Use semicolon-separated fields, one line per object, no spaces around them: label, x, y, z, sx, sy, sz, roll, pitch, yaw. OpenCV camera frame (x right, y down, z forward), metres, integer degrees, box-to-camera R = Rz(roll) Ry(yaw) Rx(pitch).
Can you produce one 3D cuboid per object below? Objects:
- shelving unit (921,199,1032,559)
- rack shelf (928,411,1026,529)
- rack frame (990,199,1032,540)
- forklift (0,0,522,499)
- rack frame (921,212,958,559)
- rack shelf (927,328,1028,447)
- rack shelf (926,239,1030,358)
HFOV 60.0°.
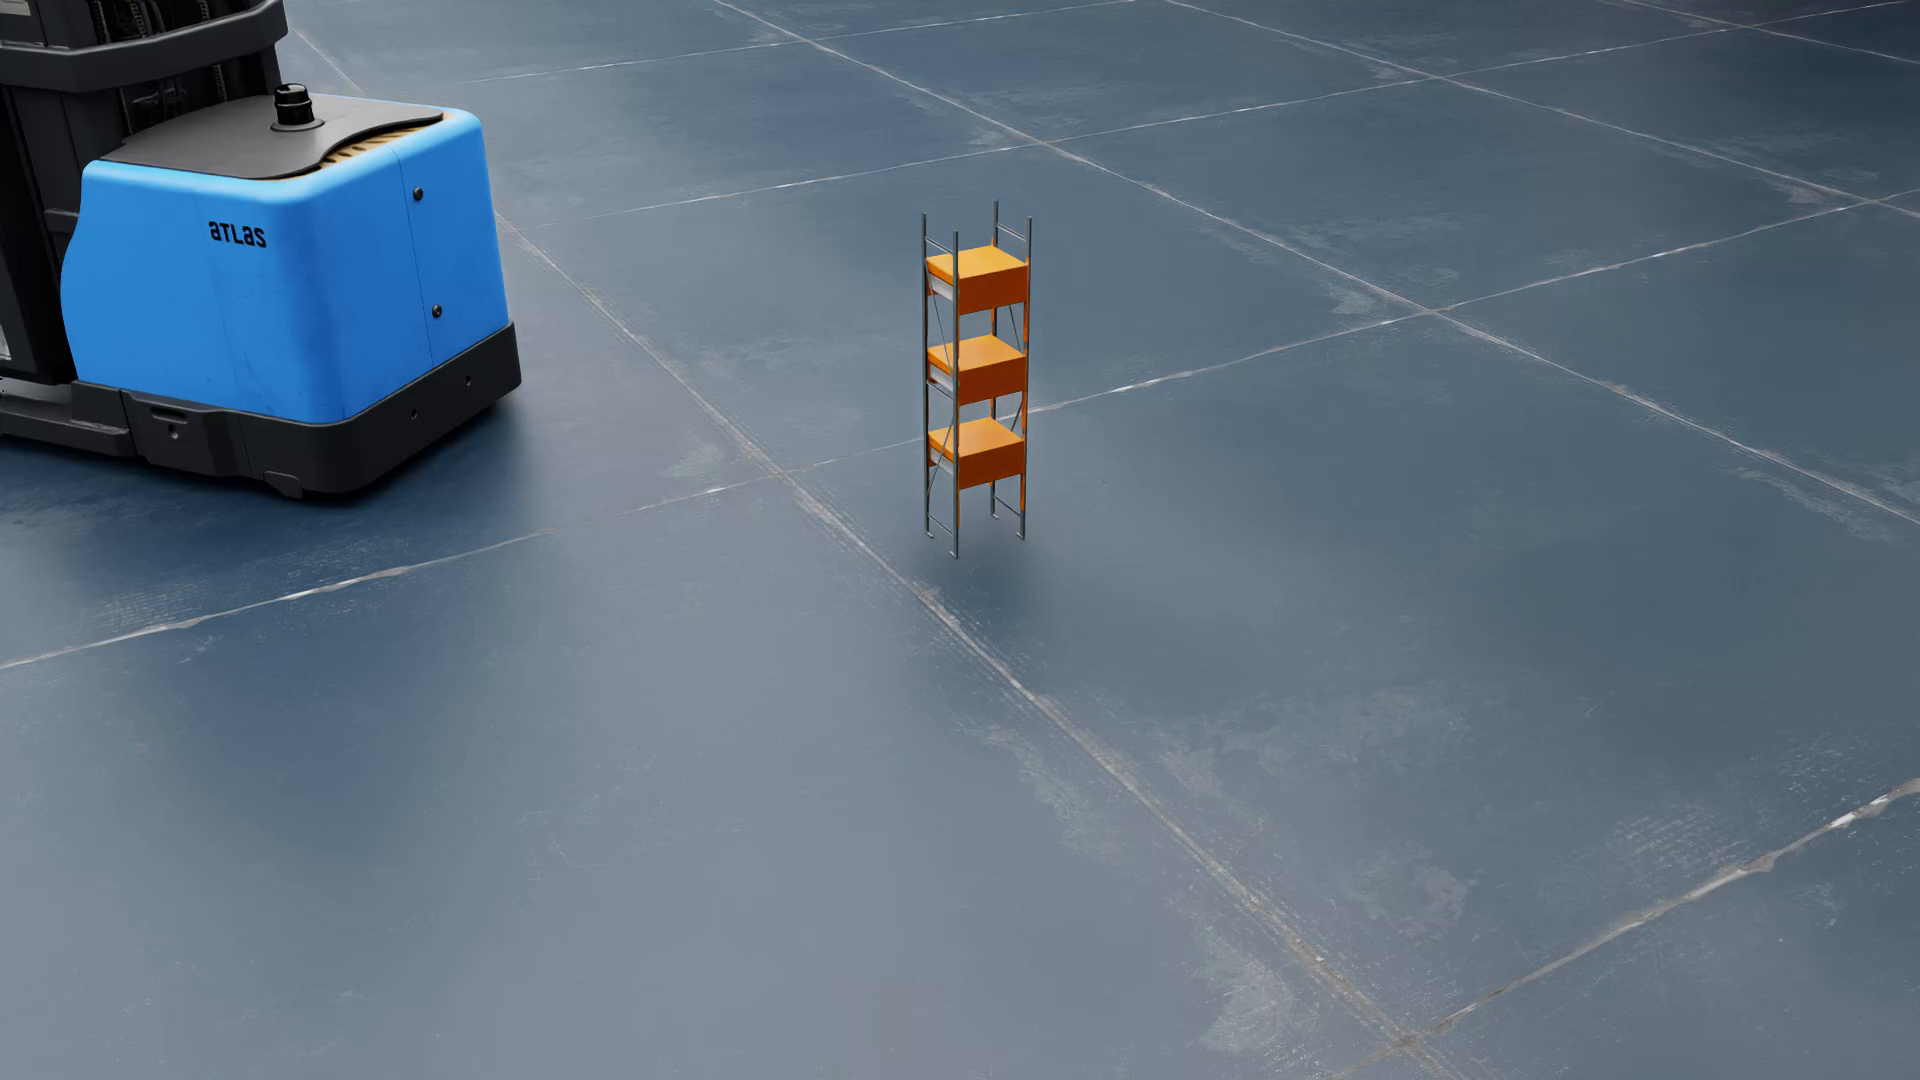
shelving unit;0.046;-0.473;5.020;0.252;1.050;0.215;-16;33;-26
rack shelf;0.046;-0.220;5.159;0.240;0.259;0.215;-16;33;-26
rack frame;0.151;-0.503;5.074;0.008;1.050;0.200;-16;33;-26
forklift;-3.193;-1.855;5.578;3.031;2.935;1.130;11;31;18
rack frame;-0.059;-0.443;4.966;0.008;1.050;0.200;-16;33;-26
rack shelf;0.046;-0.463;5.025;0.240;0.259;0.215;-16;33;-26
rack shelf;0.046;-0.712;4.888;0.240;0.259;0.215;-16;33;-26
